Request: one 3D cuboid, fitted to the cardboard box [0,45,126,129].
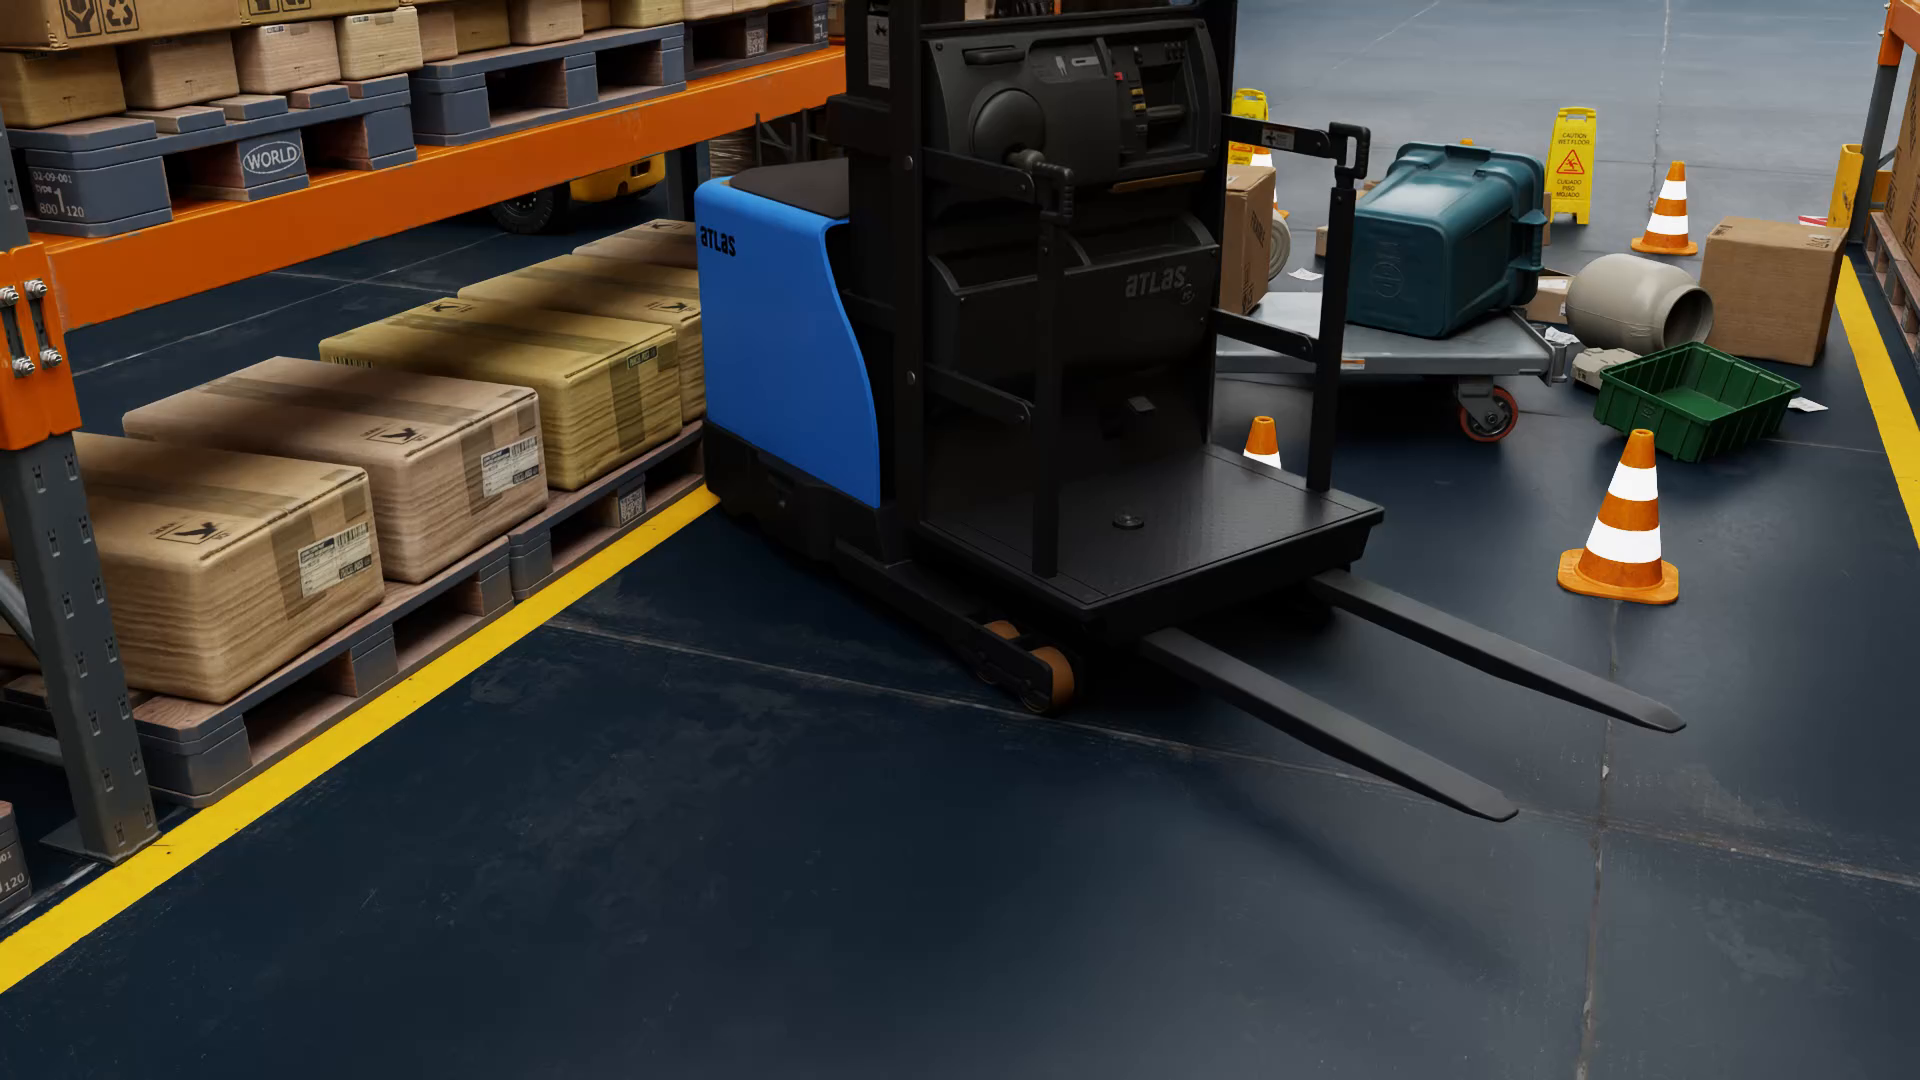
[{"bbox_3d":[-1.957,-0.943,3.397,0.380,0.149,0.250,7,24,17],"label":"cardboard box"}]

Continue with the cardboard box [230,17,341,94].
[{"bbox_3d":[-1.677,-1.131,3.846,0.380,0.149,0.250,7,24,17],"label":"cardboard box"}]

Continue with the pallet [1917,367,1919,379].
[{"bbox_3d":[4.224,-0.508,6.193,1.003,0.211,1.213,9,24,20],"label":"pallet"}]

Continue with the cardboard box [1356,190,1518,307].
[{"bbox_3d":[2.079,-1.222,7.347,0.797,0.637,0.503,9,24,20],"label":"cardboard box"}]

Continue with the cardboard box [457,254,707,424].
[{"bbox_3d":[-1.221,-0.742,6.000,0.950,0.372,0.625,10,25,23],"label":"cardboard box"}]

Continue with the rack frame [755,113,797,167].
[{"bbox_3d":[-0.611,-0.827,5.665,0.006,1.200,0.240,-17,29,-34],"label":"rack frame"}]

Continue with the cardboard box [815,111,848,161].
[{"bbox_3d":[-0.295,-1.650,7.359,0.500,0.500,0.500,10,25,23],"label":"cardboard box"}]

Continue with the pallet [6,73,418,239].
[{"bbox_3d":[-2.085,-0.957,3.899,1.213,0.211,1.003,9,24,20],"label":"pallet"}]

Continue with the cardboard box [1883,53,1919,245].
[{"bbox_3d":[5.164,-1.927,8.183,0.875,0.875,0.875,9,24,20],"label":"cardboard box"}]

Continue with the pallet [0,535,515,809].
[{"bbox_3d":[-1.959,0.232,4.421,1.003,0.211,1.213,9,24,20],"label":"pallet"}]

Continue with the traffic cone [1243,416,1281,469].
[{"bbox_3d":[0.895,-0.145,4.997,0.336,0.463,0.334,9,24,20],"label":"traffic cone"}]

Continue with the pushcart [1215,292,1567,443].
[{"bbox_3d":[1.371,-0.688,6.408,1.648,0.377,0.936,1,23,2],"label":"pushcart"}]

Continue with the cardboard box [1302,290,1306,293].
[{"bbox_3d":[1.531,-0.929,7.131,0.258,0.266,0.396,-7,24,-17],"label":"cardboard box"}]

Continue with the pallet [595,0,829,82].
[{"bbox_3d":[-1.184,-1.866,6.073,1.003,0.211,1.213,9,24,20],"label":"pallet"}]

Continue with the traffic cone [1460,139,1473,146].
[{"bbox_3d":[2.916,-2.092,9.658,0.336,0.463,0.334,9,24,20],"label":"traffic cone"}]

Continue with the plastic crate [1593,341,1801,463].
[{"bbox_3d":[2.717,-0.513,6.160,0.662,0.188,0.450,-17,38,-35],"label":"plastic crate"}]

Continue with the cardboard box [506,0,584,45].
[{"bbox_3d":[-1.312,-1.514,4.765,0.380,0.149,0.250,10,25,22],"label":"cardboard box"}]

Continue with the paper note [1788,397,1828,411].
[{"bbox_3d":[3.278,-0.535,6.490,0.147,0.020,0.142,-7,24,-17],"label":"paper note"}]

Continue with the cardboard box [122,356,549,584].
[{"bbox_3d":[-1.765,-0.223,4.756,0.950,0.372,0.625,8,24,19],"label":"cardboard box"}]

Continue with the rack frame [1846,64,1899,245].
[{"bbox_3d":[5.354,-2.966,8.458,1.000,3.000,0.127,9,24,20],"label":"rack frame"}]

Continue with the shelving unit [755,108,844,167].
[{"bbox_3d":[-0.539,-0.849,5.717,0.189,1.200,0.258,-17,29,-34],"label":"shelving unit"}]

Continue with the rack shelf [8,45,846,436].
[{"bbox_3d":[-1.508,-1.159,5.067,1.077,0.370,4.000,9,24,20],"label":"rack shelf"}]

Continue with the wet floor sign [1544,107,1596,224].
[{"bbox_3d":[3.527,-2.173,9.615,0.267,0.644,0.232,5,23,11],"label":"wet floor sign"}]

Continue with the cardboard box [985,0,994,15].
[{"bbox_3d":[-0.040,-2.538,7.761,0.380,0.149,0.250,9,24,20],"label":"cardboard box"}]

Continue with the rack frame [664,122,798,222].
[{"bbox_3d":[-0.765,-2.207,6.641,1.000,3.000,0.127,9,24,20],"label":"rack frame"}]

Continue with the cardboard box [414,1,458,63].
[{"bbox_3d":[-1.538,-1.323,4.308,0.380,0.149,0.250,10,25,23],"label":"cardboard box"}]

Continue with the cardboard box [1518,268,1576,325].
[{"bbox_3d":[2.797,-1.151,7.662,0.396,0.266,0.258,13,26,29],"label":"cardboard box"}]

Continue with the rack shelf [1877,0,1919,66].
[{"bbox_3d":[4.612,-1.918,6.883,1.077,0.370,4.000,9,24,20],"label":"rack shelf"}]

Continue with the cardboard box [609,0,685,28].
[{"bbox_3d":[-1.092,-1.698,5.204,0.380,0.149,0.250,9,24,20],"label":"cardboard box"}]

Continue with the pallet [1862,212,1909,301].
[{"bbox_3d":[5.130,-1.382,8.284,1.003,0.211,1.213,9,24,20],"label":"pallet"}]

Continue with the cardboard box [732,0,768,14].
[{"bbox_3d":[-0.876,-1.872,5.620,0.380,0.149,0.250,8,24,19],"label":"cardboard box"}]

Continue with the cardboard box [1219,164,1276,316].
[{"bbox_3d":[0.899,-1.159,6.393,0.500,0.500,0.500,9,24,20],"label":"cardboard box"}]

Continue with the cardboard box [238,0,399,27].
[{"bbox_3d":[-1.682,-1.468,3.812,0.500,0.500,0.500,10,25,23],"label":"cardboard box"}]

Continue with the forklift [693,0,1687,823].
[{"bbox_3d":[0.445,-1.129,4.151,1.130,2.935,3.031,-16,28,-33],"label":"forklift"}]

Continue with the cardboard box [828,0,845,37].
[{"bbox_3d":[-0.350,-2.158,6.850,0.380,0.149,0.250,9,24,20],"label":"cardboard box"}]

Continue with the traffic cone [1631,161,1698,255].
[{"bbox_3d":[3.839,-1.808,8.979,0.336,0.463,0.334,9,24,20],"label":"traffic cone"}]

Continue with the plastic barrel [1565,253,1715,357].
[{"bbox_3d":[2.866,-0.971,7.026,0.421,0.421,0.512,-12,25,-26],"label":"plastic barrel"}]

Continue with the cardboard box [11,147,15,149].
[{"bbox_3d":[-4.908,-2.201,9.001,0.500,0.250,0.500,9,24,20],"label":"cardboard box"}]
